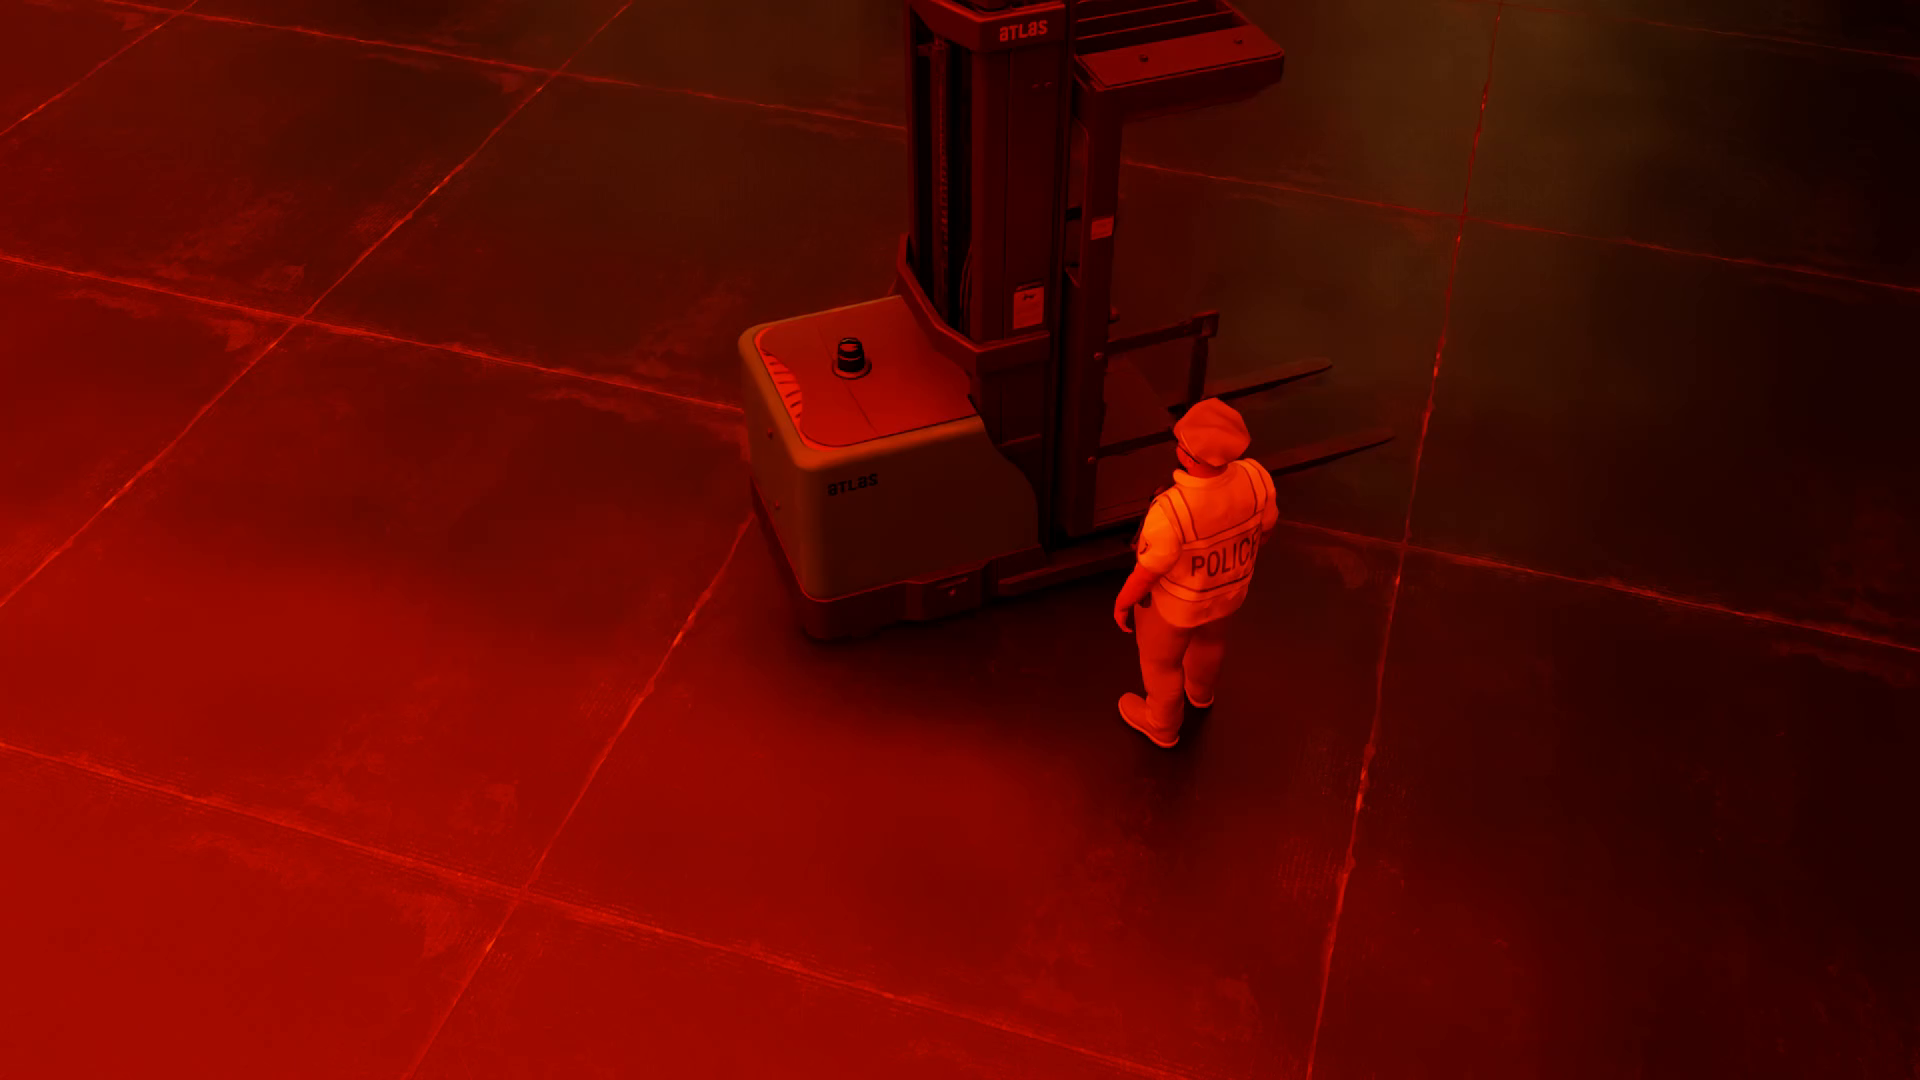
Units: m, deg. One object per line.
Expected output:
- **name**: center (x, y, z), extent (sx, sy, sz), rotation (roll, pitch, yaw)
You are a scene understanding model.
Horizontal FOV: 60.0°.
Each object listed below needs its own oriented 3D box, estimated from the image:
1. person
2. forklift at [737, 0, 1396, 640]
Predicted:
- **person**: center (0.842, 0.116, 6.396), extent (0.640, 1.781, 0.574), rotation (-20, 47, -20)
- **forklift**: center (0.585, -1.262, 7.045), extent (3.031, 2.935, 1.130), rotation (-15, 45, -15)
